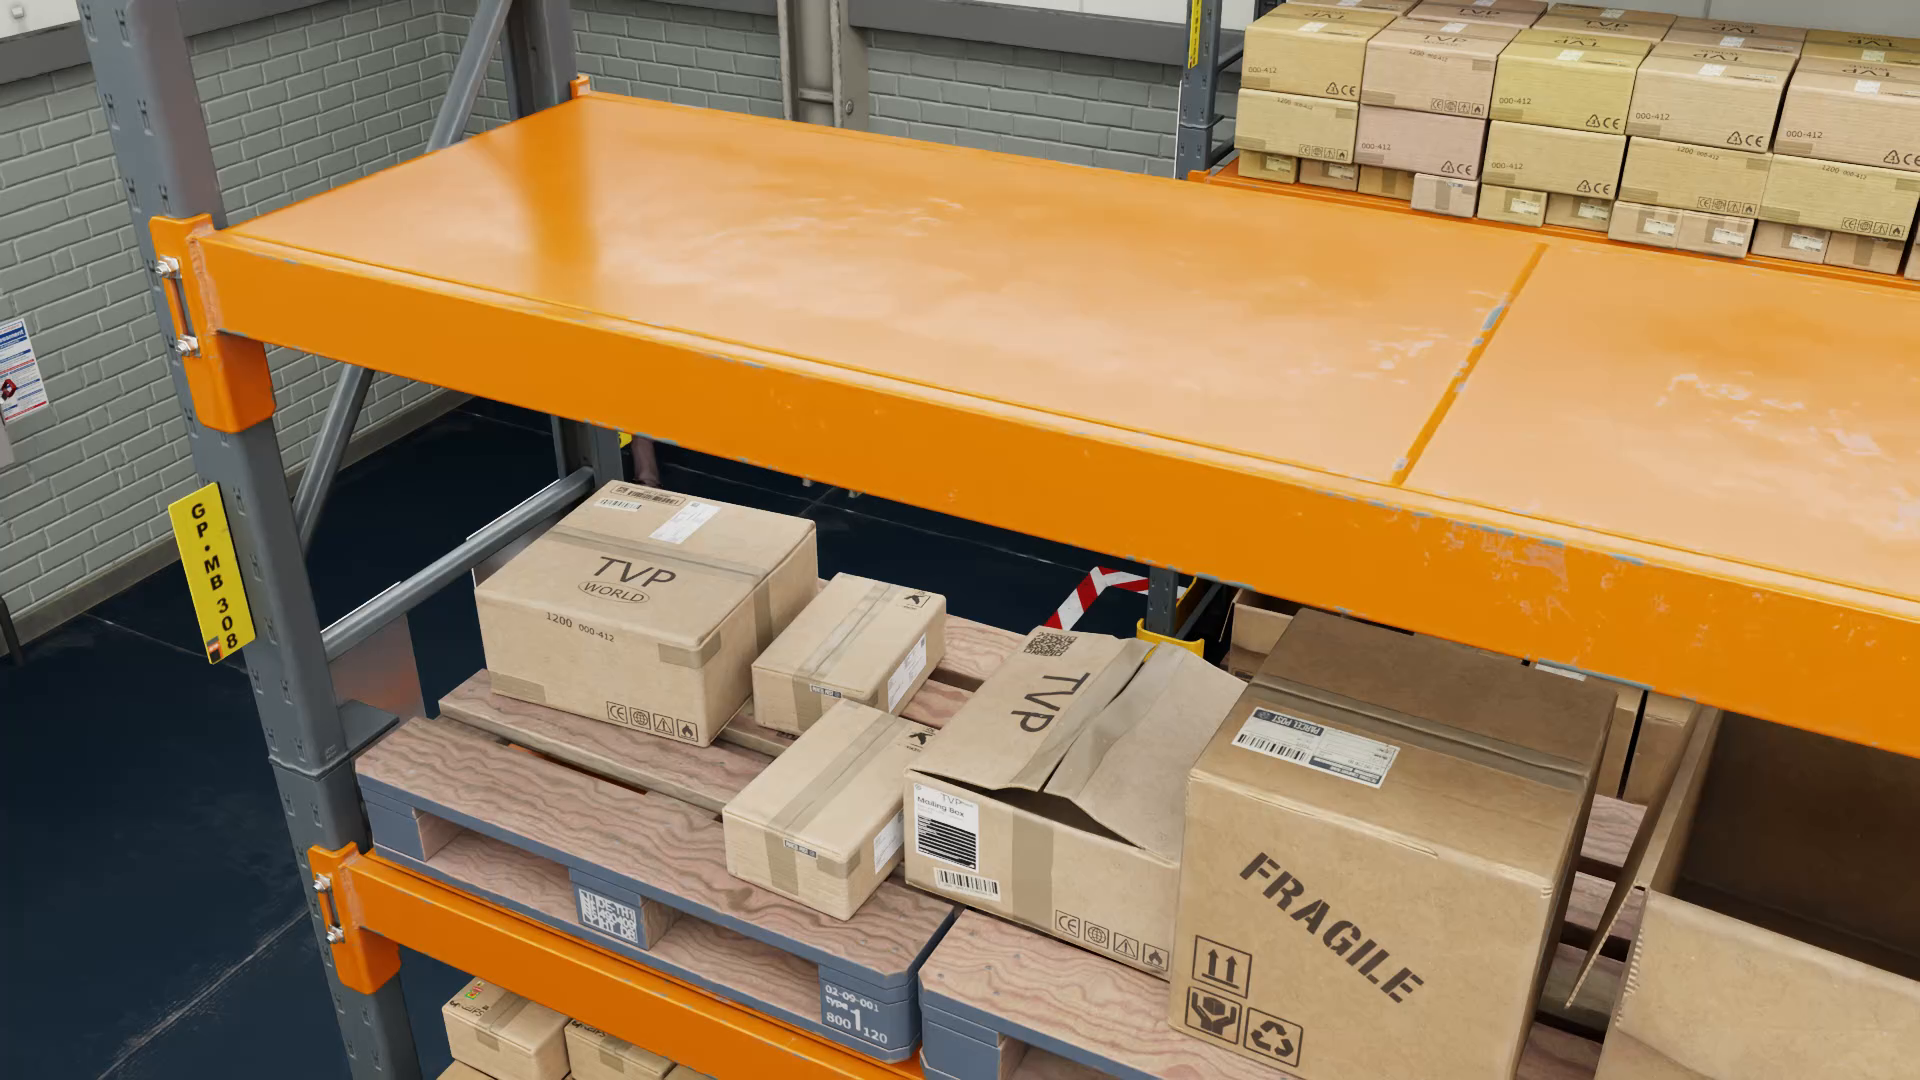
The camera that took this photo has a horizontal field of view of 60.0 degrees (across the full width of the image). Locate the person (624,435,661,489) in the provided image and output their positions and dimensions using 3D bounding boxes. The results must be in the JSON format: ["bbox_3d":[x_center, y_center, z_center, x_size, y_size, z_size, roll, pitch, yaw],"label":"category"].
[{"bbox_3d":[-2.047,-0.921,9.907,0.543,1.701,0.763,-10,31,-18],"label":"person"}]
